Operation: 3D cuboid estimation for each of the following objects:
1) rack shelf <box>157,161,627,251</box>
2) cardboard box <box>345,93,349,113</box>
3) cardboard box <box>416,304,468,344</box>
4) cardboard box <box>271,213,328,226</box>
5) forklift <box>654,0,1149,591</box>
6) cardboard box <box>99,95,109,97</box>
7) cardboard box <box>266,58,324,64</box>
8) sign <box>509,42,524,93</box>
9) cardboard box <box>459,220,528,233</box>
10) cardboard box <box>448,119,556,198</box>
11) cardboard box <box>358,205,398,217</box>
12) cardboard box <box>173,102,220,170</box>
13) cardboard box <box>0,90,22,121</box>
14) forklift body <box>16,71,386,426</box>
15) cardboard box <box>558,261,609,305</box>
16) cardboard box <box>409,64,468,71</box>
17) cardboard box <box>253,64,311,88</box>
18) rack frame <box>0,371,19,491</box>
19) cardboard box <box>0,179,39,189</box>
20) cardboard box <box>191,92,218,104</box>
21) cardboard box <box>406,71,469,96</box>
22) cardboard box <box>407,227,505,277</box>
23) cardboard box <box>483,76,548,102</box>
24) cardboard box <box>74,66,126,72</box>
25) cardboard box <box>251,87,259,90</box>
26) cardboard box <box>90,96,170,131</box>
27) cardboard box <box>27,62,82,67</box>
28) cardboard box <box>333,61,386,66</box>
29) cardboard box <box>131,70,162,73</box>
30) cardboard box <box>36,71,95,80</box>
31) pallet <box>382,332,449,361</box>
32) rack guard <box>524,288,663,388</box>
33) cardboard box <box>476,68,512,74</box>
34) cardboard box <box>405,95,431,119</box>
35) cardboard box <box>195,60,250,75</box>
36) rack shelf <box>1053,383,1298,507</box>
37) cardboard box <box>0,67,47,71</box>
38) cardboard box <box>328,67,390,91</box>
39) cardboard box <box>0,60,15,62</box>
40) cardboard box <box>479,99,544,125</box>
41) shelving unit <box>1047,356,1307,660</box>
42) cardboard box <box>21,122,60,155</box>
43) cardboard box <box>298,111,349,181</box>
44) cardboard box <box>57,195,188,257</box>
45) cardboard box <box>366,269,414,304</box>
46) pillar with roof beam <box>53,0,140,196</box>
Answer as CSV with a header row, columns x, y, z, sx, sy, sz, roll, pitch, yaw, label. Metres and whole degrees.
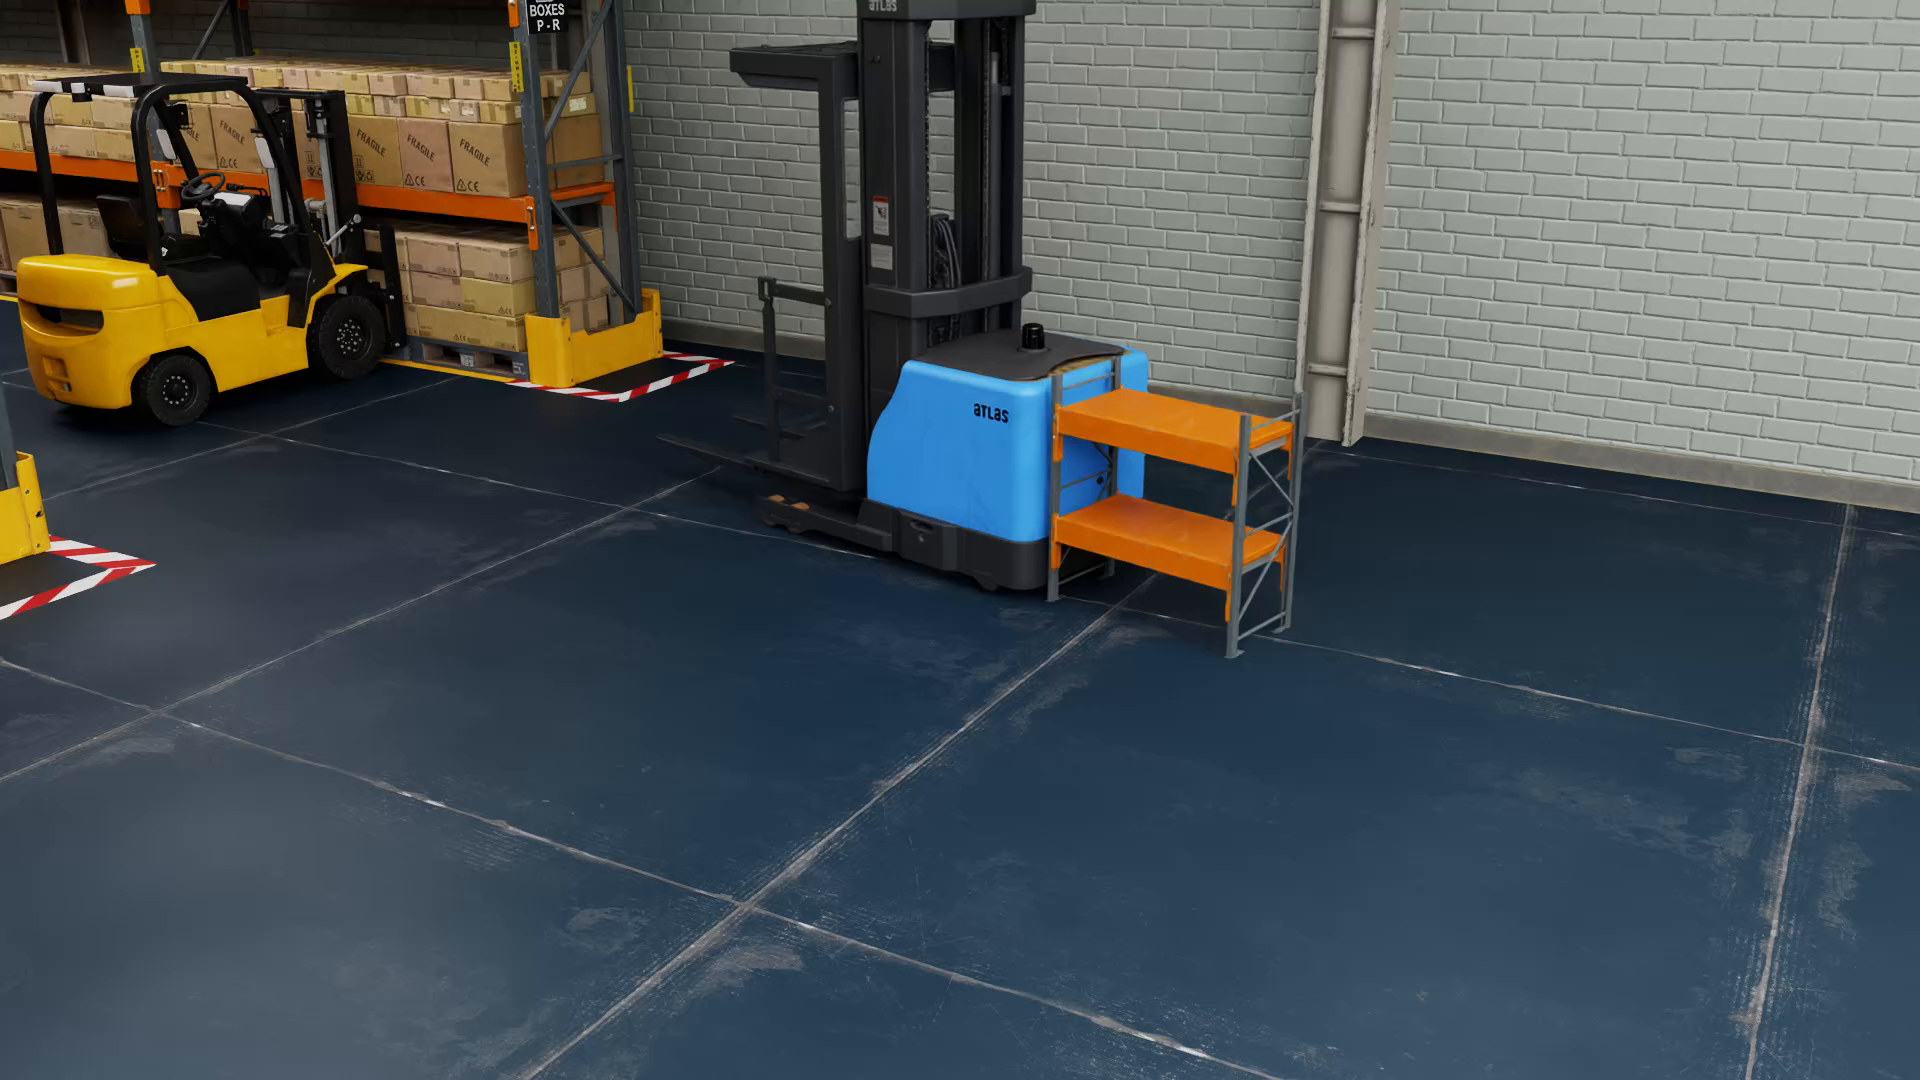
x,y,z,sx,sy,sz,roll,pitch,yaw,label
-4.455,-2.685,12.925,4.000,0.370,1.077,11,23,27,rack shelf
-4.454,-3.292,12.443,0.250,0.149,0.380,11,22,27,cardboard box
-3.703,-1.666,12.474,0.500,0.250,0.500,11,23,27,cardboard box
-5.050,-2.390,13.005,0.500,0.250,0.500,12,23,29,cardboard box
-0.475,-1.531,8.787,3.031,2.935,1.130,17,26,39,forklift
-6.842,-3.736,13.669,0.250,0.149,0.380,10,22,27,cardboard box
-5.338,-3.791,13.383,0.250,0.149,0.380,11,22,27,cardboard box
-2.986,-3.188,11.208,0.005,0.325,0.100,11,23,27,sign
-3.474,-2.284,12.714,0.500,0.250,0.500,11,23,27,cardboard box
-3.267,-2.742,11.878,0.500,0.500,0.500,10,22,26,cardboard box
-4.792,-2.539,13.416,0.500,0.250,0.500,11,23,28,cardboard box
-5.941,-3.252,13.284,0.500,0.500,0.500,10,22,26,cardboard box
-8.082,-3.786,14.390,0.500,0.250,0.500,11,23,28,cardboard box
-5.254,-2.064,11.402,1.214,2.155,2.313,11,23,27,forklift body
-3.018,-1.971,12.583,0.500,0.250,0.500,11,23,28,cardboard box
-3.979,-3.551,12.720,0.250,0.149,0.380,10,22,26,cardboard box
-5.154,-3.542,12.696,0.250,0.149,0.380,10,22,26,cardboard box
-5.126,-1.213,7.810,0.127,3.000,1.000,11,23,27,rack frame
-9.155,-2.995,15.589,0.625,0.625,0.875,12,23,29,cardboard box
-5.824,-3.534,13.112,0.250,0.149,0.380,11,23,29,cardboard box
-3.778,-3.310,12.058,0.250,0.149,0.380,11,23,28,cardboard box
-3.712,-2.133,12.296,0.500,0.250,0.500,11,23,28,cardboard box
-3.124,-3.180,11.698,0.250,0.149,0.380,11,23,27,cardboard box
-7.490,-4.058,14.556,0.250,0.149,0.380,11,22,27,cardboard box
-5.176,-3.392,12.720,0.250,0.149,0.380,11,22,27,cardboard box
-6.754,-3.526,13.674,0.500,0.250,0.500,10,22,26,cardboard box
-8.134,-4.205,14.960,0.250,0.149,0.380,10,22,26,cardboard box
-4.673,-3.662,13.028,0.250,0.149,0.380,11,22,27,cardboard box
-6.830,-3.933,14.210,0.250,0.149,0.380,11,23,27,cardboard box
-7.522,-3.859,14.008,0.250,0.149,0.380,10,22,26,cardboard box
-4.458,-1.698,13.237,1.213,0.211,1.003,11,23,27,pallet
-2.688,-1.512,12.300,0.348,0.500,1.175,11,23,27,rack guard
-3.347,-3.396,12.293,0.250,0.149,0.380,11,23,28,cardboard box
-3.793,-3.157,12.071,0.250,0.149,0.380,11,22,27,cardboard box
-5.786,-3.695,13.119,0.250,0.149,0.380,11,23,28,cardboard box
0.981,-0.452,7.604,1.000,0.278,0.538,17,26,39,rack shelf
-8.152,-4.007,14.414,0.250,0.149,0.380,11,23,27,cardboard box
-4.466,-3.433,12.396,0.250,0.149,0.380,11,23,28,cardboard box
-8.831,-4.308,15.245,0.250,0.149,0.380,11,23,27,cardboard box
-3.148,-3.017,11.686,0.250,0.149,0.380,11,23,28,cardboard box
0.981,-0.177,7.704,1.048,1.125,0.538,17,26,39,shelving unit
-7.629,-3.465,14.239,0.500,0.250,0.500,11,23,28,cardboard box
-4.607,-2.996,12.580,0.500,0.500,0.500,11,23,28,cardboard box
-7.336,-2.652,14.644,0.625,0.625,0.875,11,22,27,cardboard box
-4.180,-1.985,12.622,0.500,0.250,0.500,10,22,26,cardboard box
-10.215,-5.612,11.139,0.400,9.000,9.100,11,23,27,pillar with roof beam
